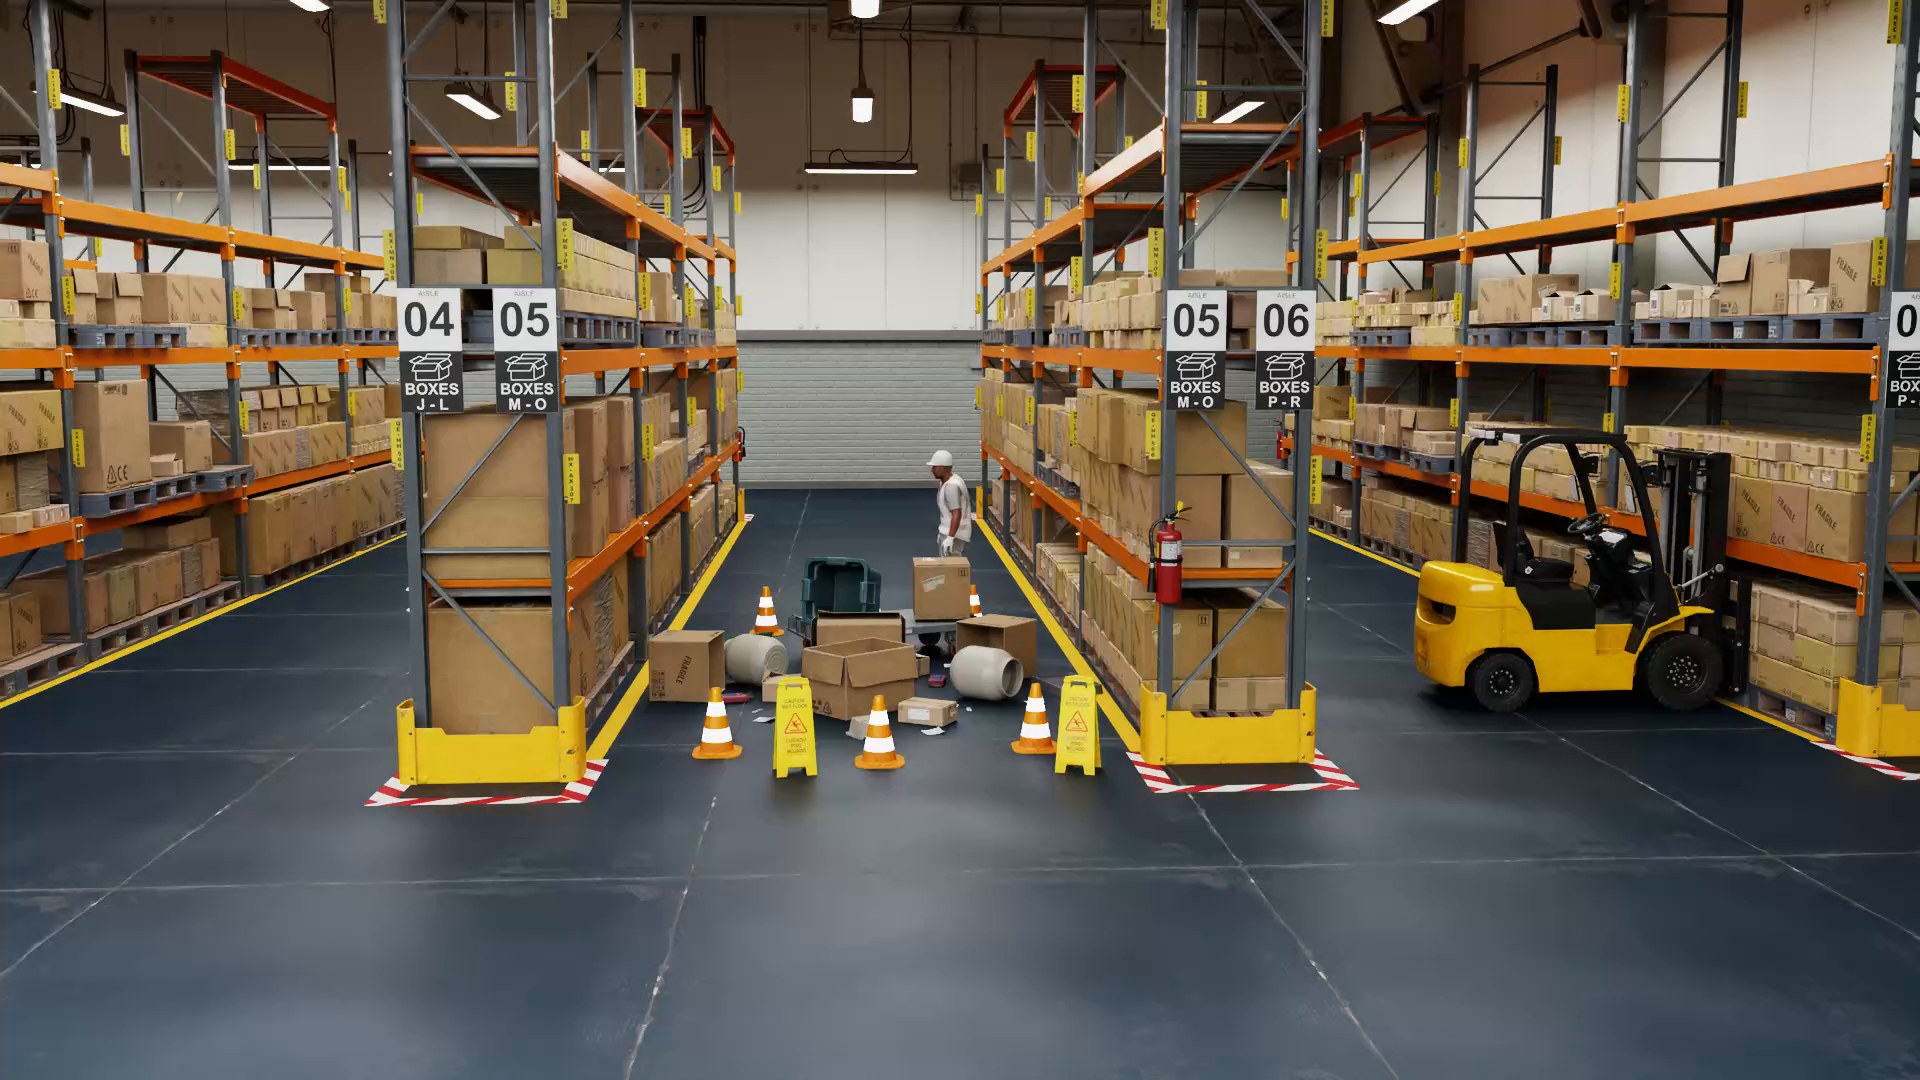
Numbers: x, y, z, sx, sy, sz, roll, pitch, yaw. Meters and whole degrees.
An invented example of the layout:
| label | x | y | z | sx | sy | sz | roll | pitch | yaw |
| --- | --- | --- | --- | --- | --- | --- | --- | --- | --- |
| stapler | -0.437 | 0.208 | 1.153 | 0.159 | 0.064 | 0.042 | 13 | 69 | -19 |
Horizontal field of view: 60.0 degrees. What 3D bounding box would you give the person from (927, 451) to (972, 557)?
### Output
| label | x | y | z | sx | sy | sz | roll | pitch | yaw |
| --- | --- | --- | --- | --- | --- | --- | --- | --- | --- |
| person | -0.114 | -0.023 | 16.885 | 0.450 | 1.774 | 0.617 | -1 | 7 | -5 |
